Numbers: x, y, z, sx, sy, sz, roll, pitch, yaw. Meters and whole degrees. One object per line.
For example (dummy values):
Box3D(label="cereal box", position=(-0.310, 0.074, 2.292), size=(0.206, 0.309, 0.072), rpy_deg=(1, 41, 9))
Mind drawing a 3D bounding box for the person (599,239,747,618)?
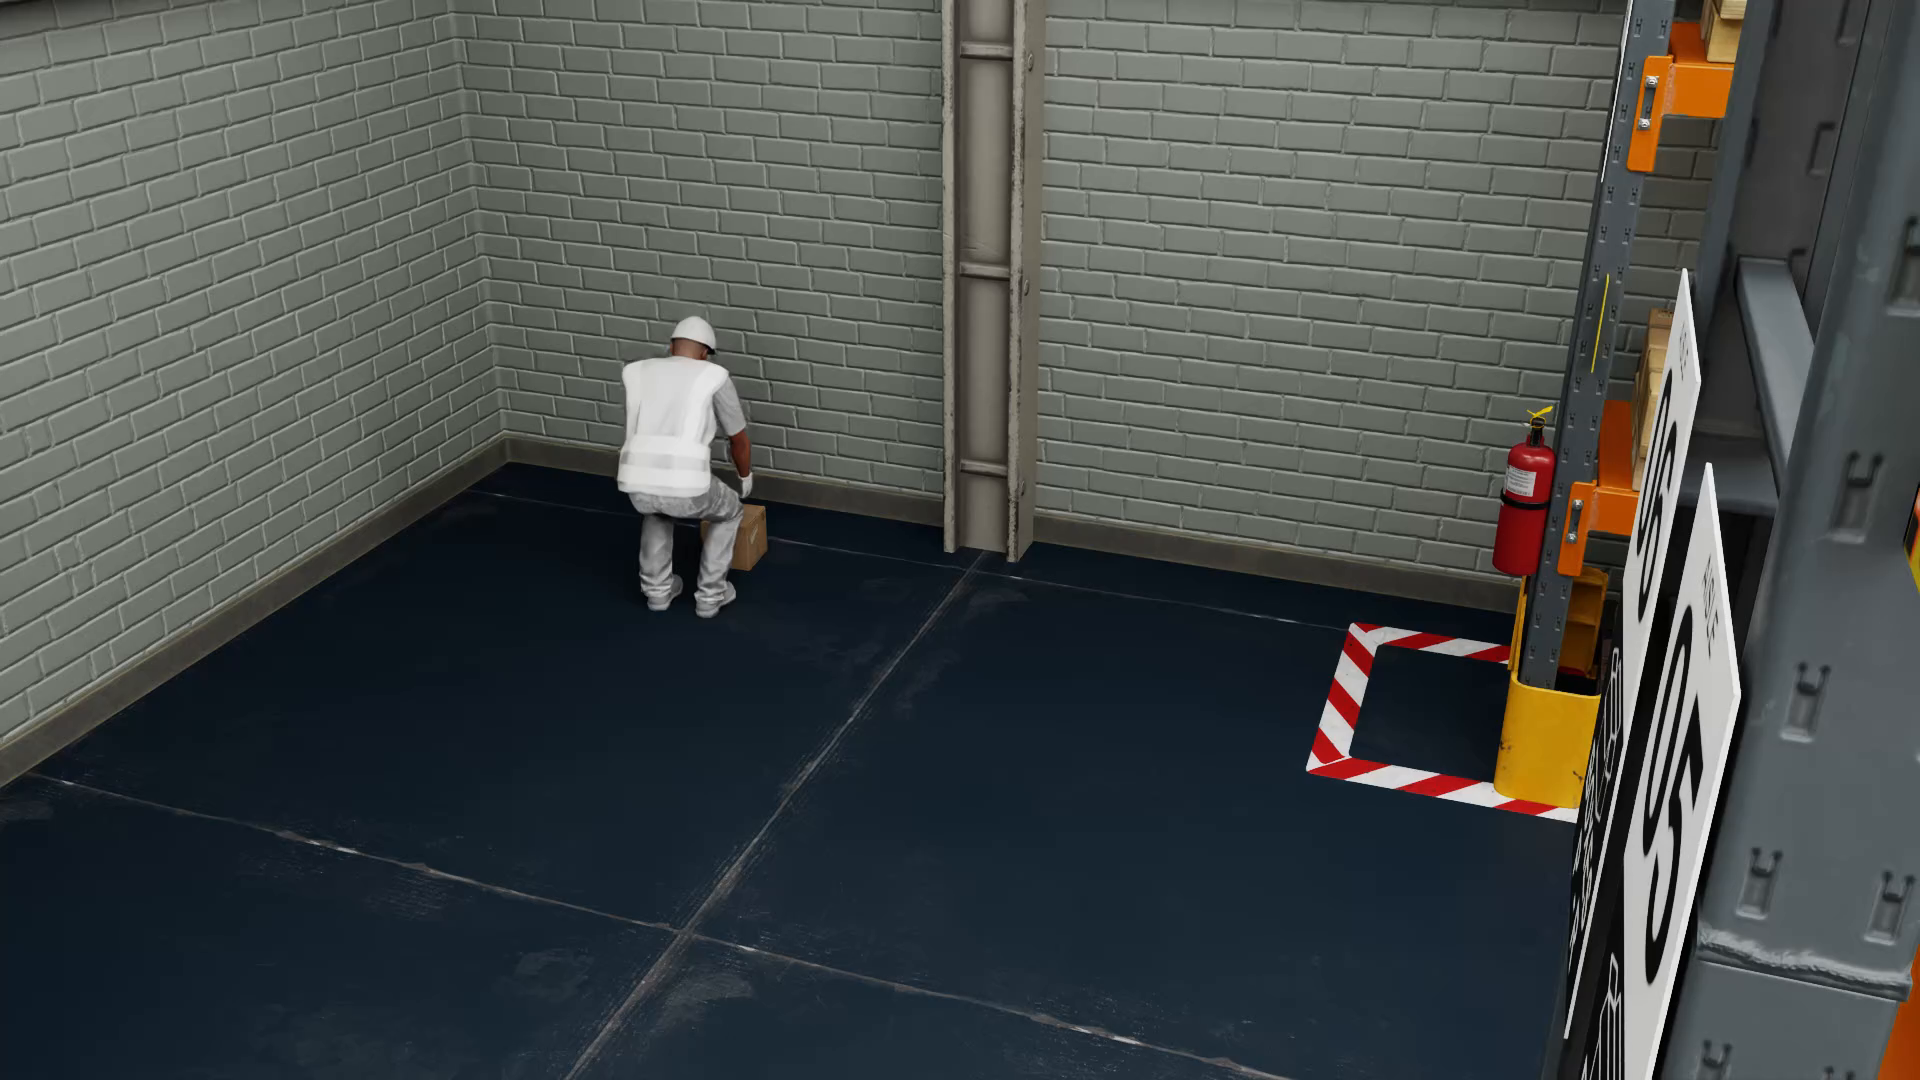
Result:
Box3D(label="person", position=(-1.322, -0.497, 7.629), size=(0.564, 1.784, 0.430), rpy_deg=(6, 26, 13))
